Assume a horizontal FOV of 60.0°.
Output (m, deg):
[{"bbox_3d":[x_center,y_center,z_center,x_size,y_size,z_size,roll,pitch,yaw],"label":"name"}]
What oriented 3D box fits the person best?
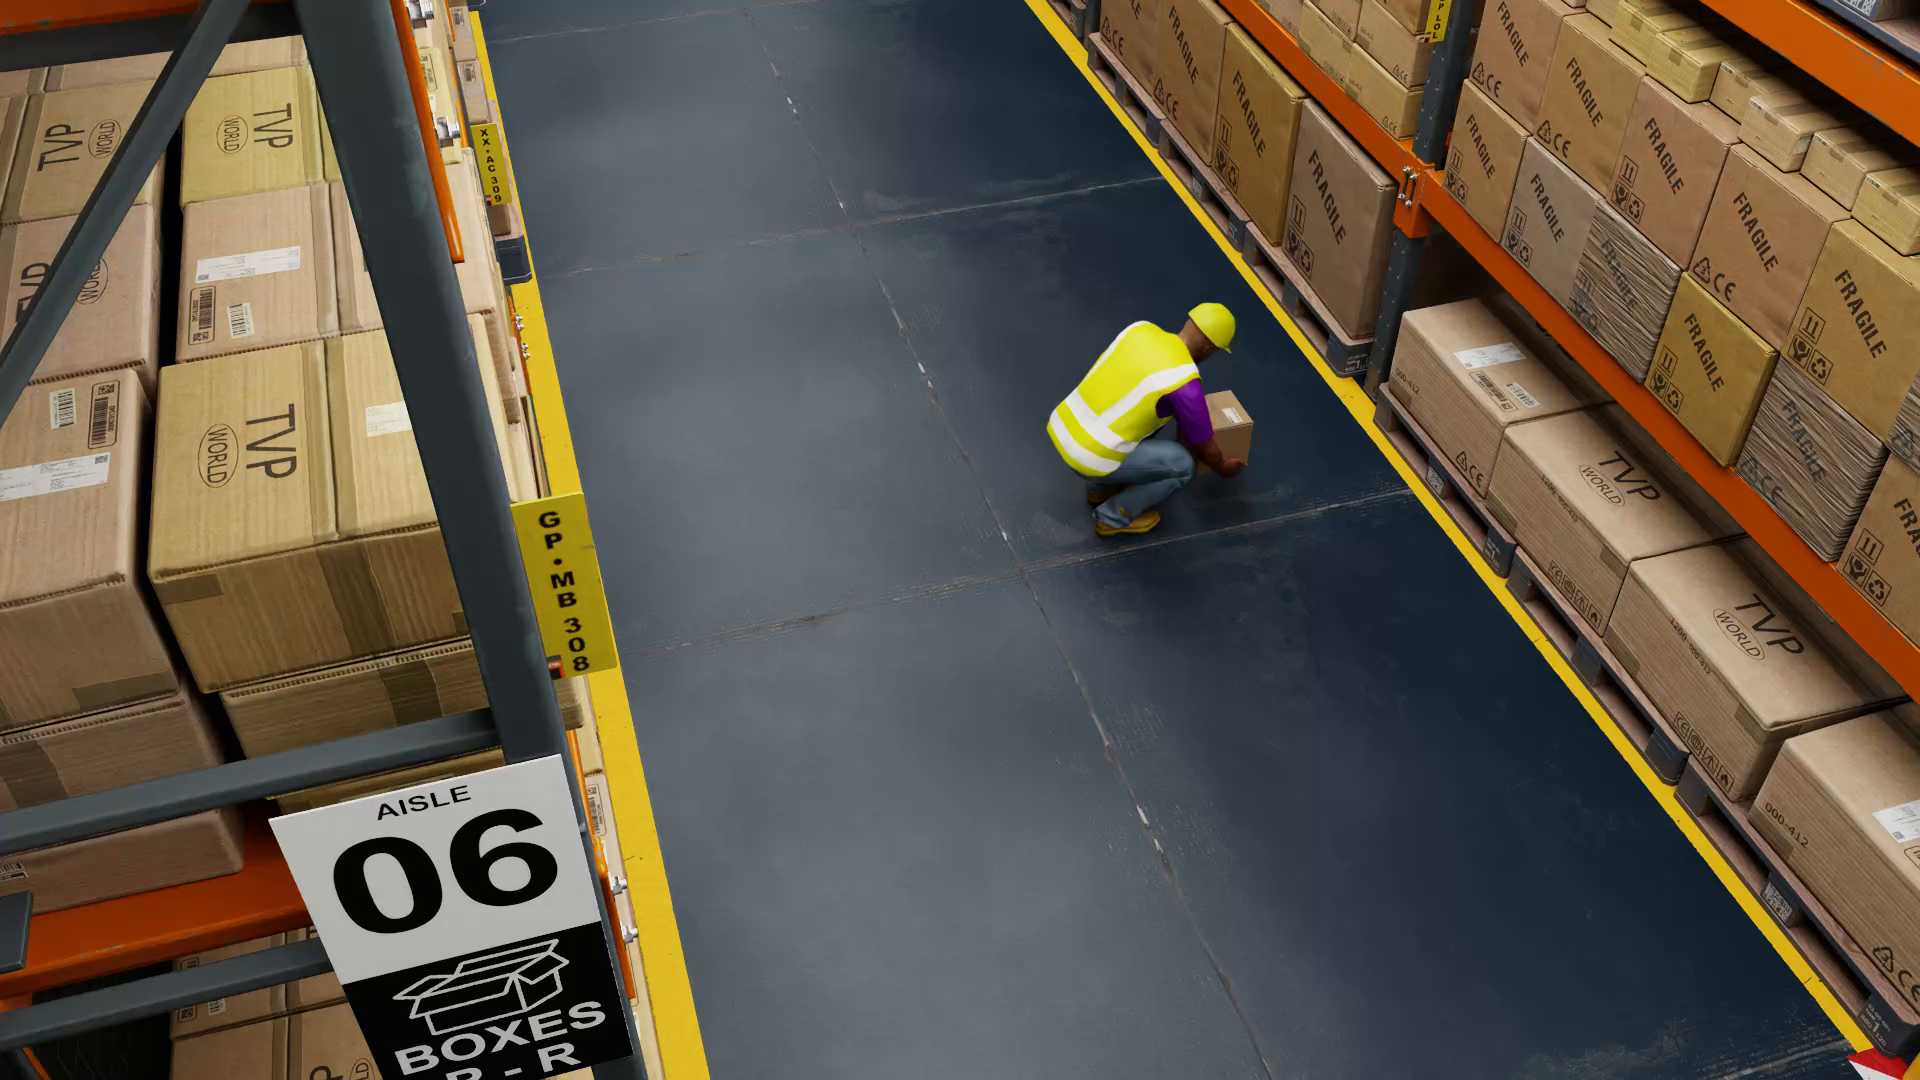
[{"bbox_3d":[0.823,-0.555,7.340,0.885,0.997,0.588,-12,43,-13],"label":"person"}]
